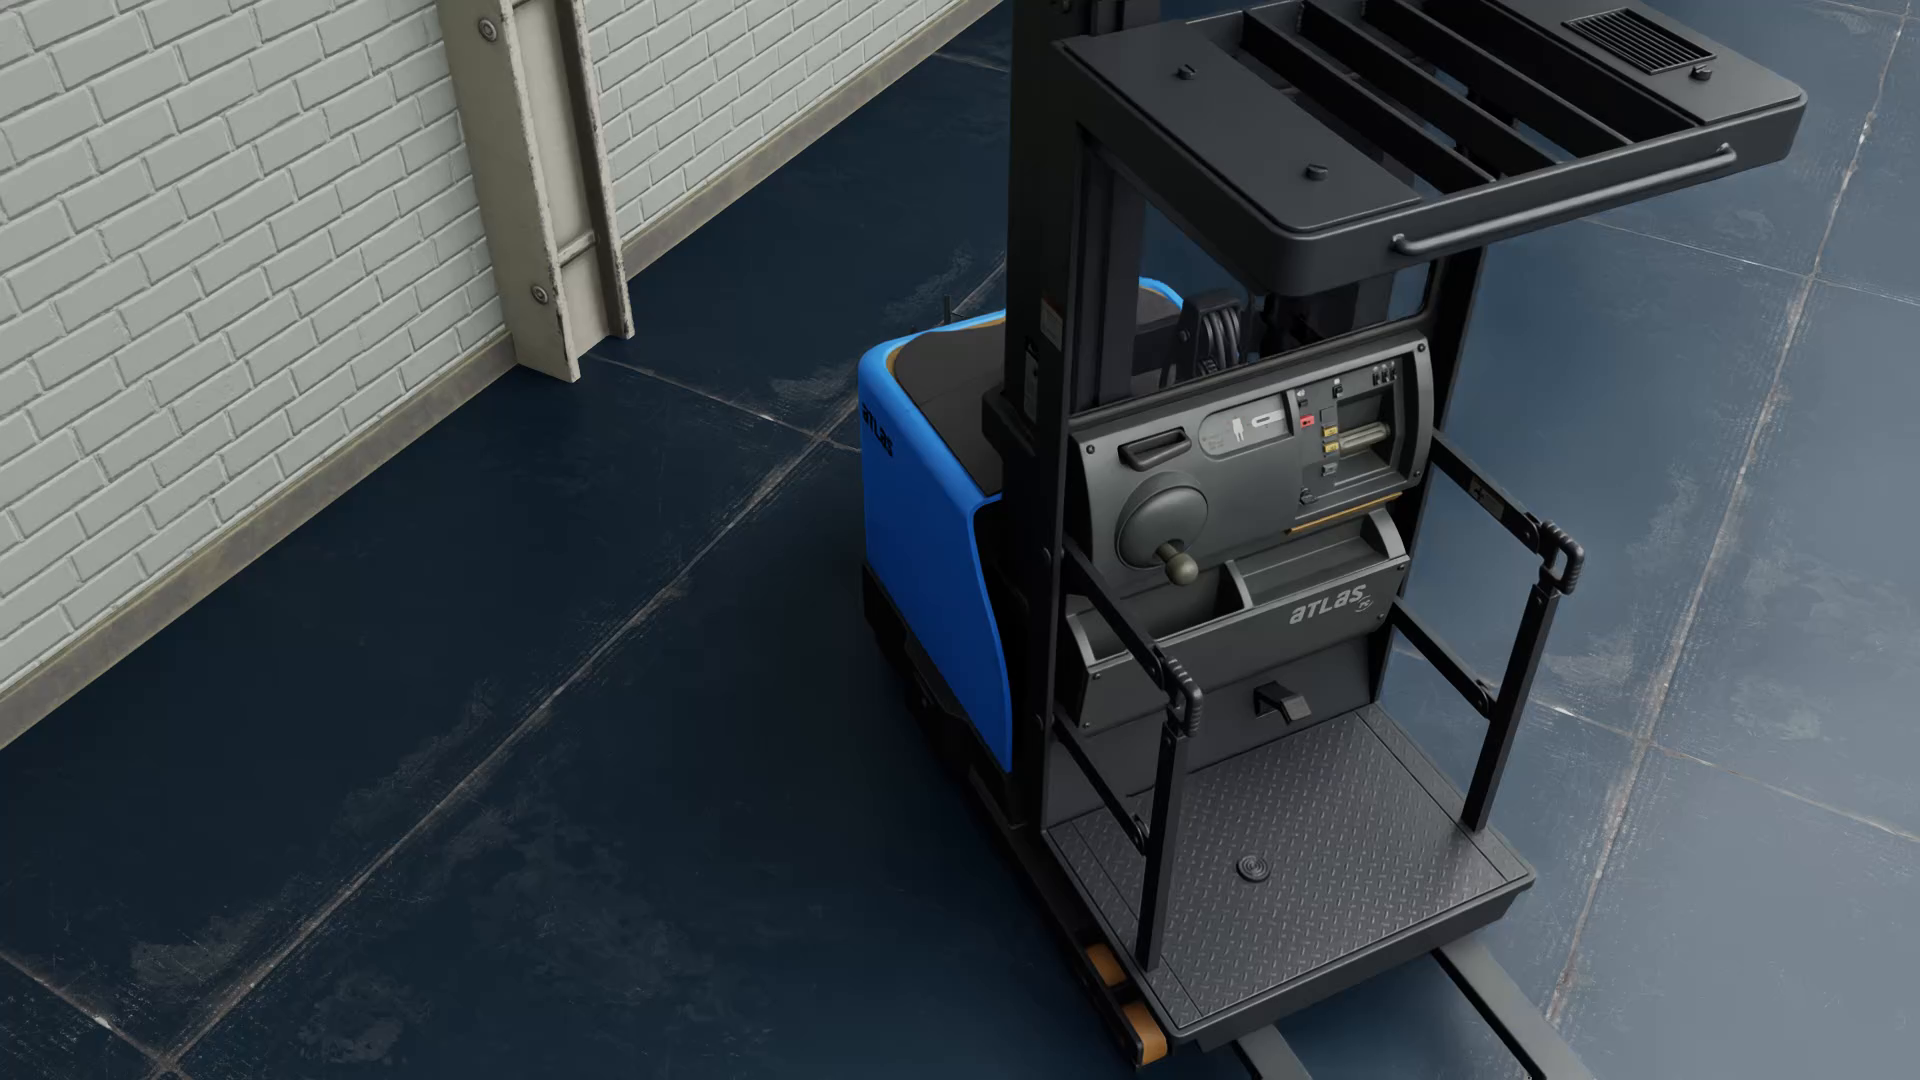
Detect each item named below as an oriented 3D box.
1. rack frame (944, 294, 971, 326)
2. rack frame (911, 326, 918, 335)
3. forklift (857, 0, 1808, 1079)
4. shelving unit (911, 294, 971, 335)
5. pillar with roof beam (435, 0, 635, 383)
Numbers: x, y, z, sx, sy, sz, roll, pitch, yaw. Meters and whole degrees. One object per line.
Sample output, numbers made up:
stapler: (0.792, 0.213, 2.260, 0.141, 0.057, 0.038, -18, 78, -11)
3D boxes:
rack frame: (0.055, -0.401, 5.524, 0.240, 0.900, 0.006, 21, 45, 22)
rack frame: (-0.047, -0.284, 5.392, 0.240, 0.900, 0.006, 21, 45, 22)
forklift: (0.784, -0.103, 3.649, 1.130, 2.935, 3.031, -18, 44, -19)
shelving unit: (0.004, -0.342, 5.458, 0.258, 0.900, 0.210, 21, 45, 22)
pillar with roof beam: (2.191, -2.725, 2.035, 9.100, 9.000, 0.400, 21, 45, 22)
